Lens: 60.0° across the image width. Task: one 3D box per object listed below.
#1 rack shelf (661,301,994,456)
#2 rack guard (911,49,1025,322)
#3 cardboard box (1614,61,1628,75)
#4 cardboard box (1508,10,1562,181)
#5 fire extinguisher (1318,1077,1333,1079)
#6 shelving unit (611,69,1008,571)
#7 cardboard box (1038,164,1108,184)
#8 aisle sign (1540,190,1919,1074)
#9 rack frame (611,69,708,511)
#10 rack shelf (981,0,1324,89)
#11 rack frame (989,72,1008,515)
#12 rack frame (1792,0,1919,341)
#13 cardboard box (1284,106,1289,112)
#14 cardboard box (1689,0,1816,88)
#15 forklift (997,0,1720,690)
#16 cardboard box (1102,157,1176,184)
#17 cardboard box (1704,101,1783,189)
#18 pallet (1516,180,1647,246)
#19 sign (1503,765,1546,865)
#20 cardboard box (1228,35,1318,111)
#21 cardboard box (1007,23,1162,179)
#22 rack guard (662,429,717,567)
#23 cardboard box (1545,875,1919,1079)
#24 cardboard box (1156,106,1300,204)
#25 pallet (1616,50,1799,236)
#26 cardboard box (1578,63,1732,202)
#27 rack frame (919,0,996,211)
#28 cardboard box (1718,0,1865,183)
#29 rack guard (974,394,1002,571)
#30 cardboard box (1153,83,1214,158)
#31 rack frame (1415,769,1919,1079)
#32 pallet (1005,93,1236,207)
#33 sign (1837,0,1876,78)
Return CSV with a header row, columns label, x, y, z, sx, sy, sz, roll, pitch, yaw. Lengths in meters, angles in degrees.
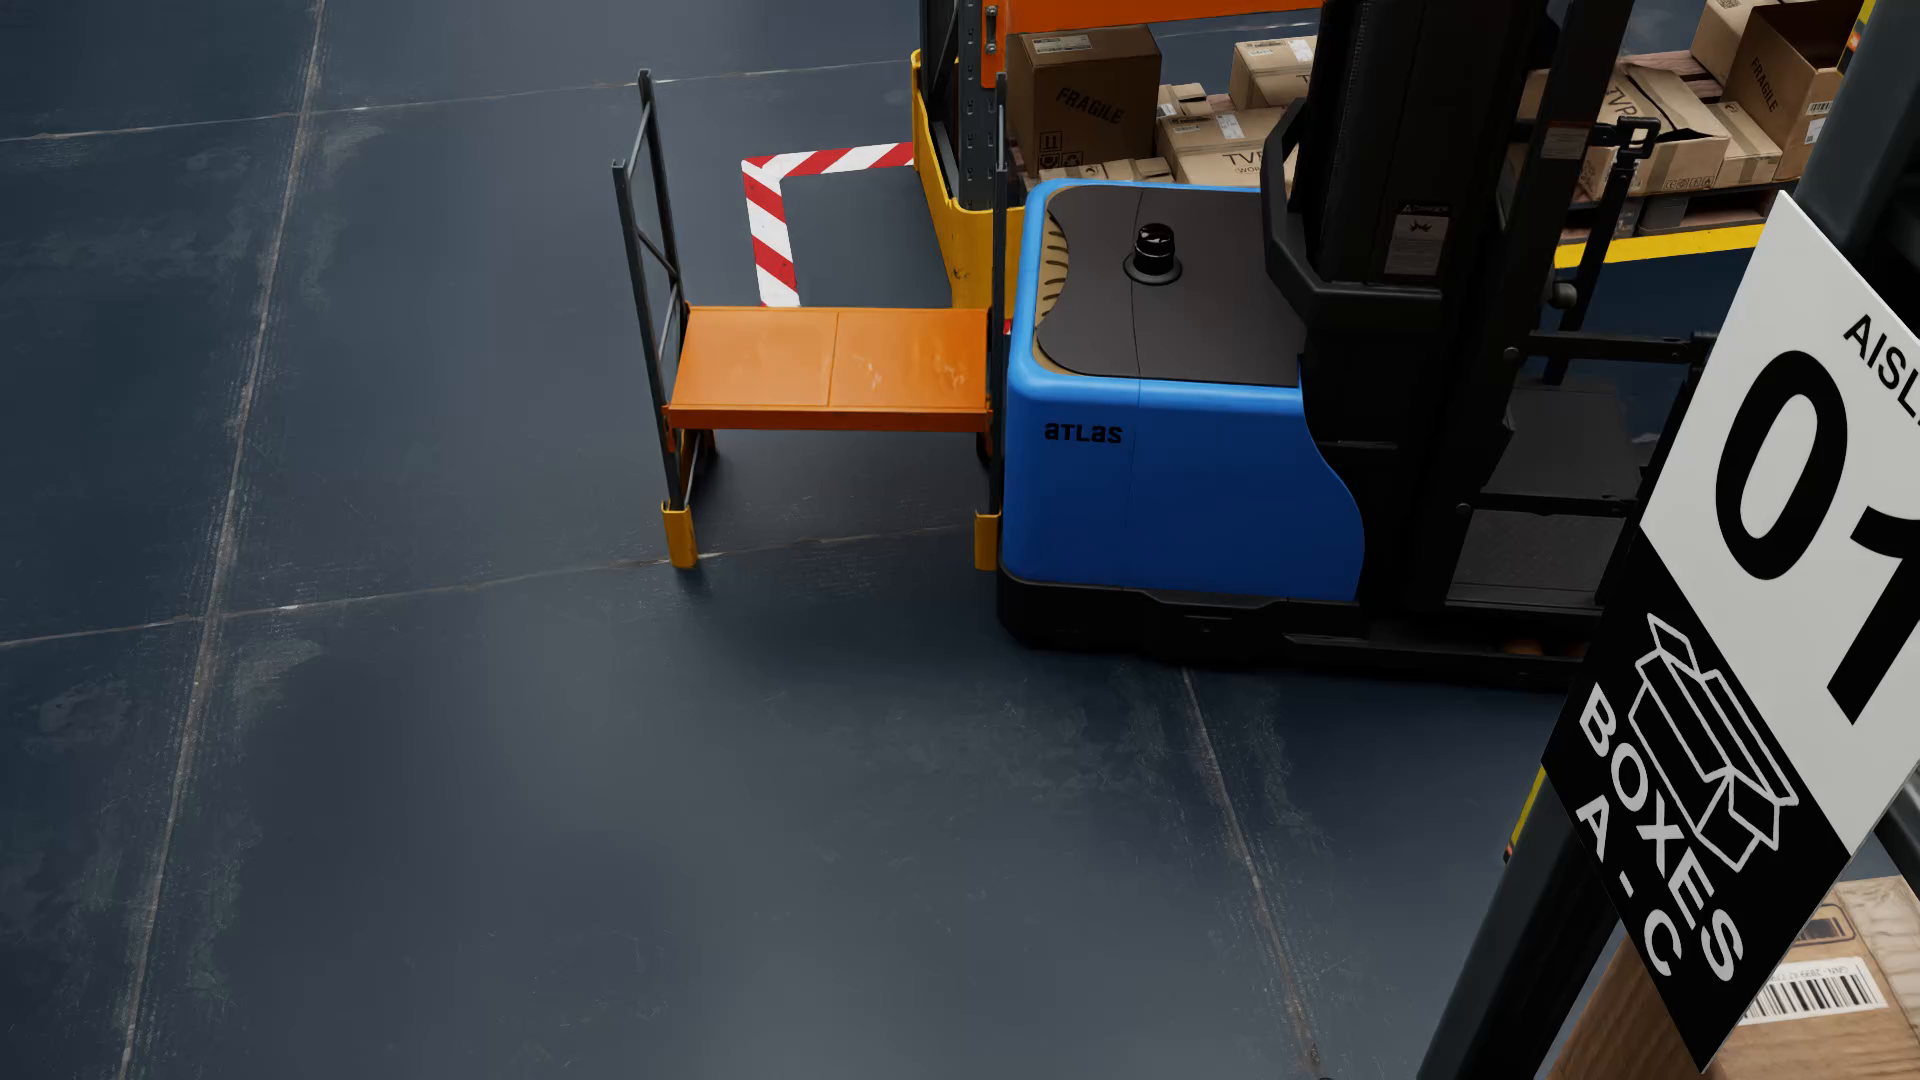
label,x,y,z,sx,sy,sz,roll,pitch,yaw
rack shelf,-0.394,-0.513,5.232,1.000,0.185,0.538,1,46,1
rack guard,0.061,-1.427,6.557,0.348,0.500,1.175,-7,46,-7
cardboard box,2.626,-1.934,6.972,0.250,0.166,0.380,-7,46,-7
cardboard box,2.077,-1.828,6.636,0.637,0.503,0.797,-7,46,-7
fire extinguisher,0.607,1.077,2.722,0.183,0.674,0.296,-7,46,-7
shelving unit,-0.403,-0.638,5.103,1.083,1.500,0.587,1,46,1
cardboard box,0.457,-1.256,6.331,0.250,0.149,0.380,-7,46,-7
aisle sign,0.712,0.124,1.522,0.004,0.787,0.394,-7,46,-7
rack frame,-0.902,-0.644,5.109,0.032,1.500,0.500,1,46,1
rack shelf,1.957,-2.281,6.144,4.000,0.370,1.077,-7,46,-7
rack frame,0.114,-0.631,5.097,0.032,1.500,0.500,1,46,1
rack frame,0.834,-0.852,0.102,0.127,3.000,1.000,-7,46,-7
cardboard box,1.556,-1.472,6.469,0.500,0.250,0.500,-7,46,-7
cardboard box,3.477,-2.097,7.030,0.500,0.311,0.500,-7,46,-7
forklift,1.662,-0.955,4.415,3.031,2.935,1.130,4,46,4
cardboard box,0.704,-1.292,6.354,0.250,0.166,0.380,-7,46,-7
cardboard box,3.055,-1.579,6.643,0.250,0.149,0.380,-7,46,-7
pallet,2.046,-1.572,6.899,1.213,0.211,1.003,-7,46,-7
sign,0.756,0.359,2.132,0.005,0.325,0.100,-7,46,-7
cardboard box,1.421,-1.820,6.805,0.500,0.250,0.500,-7,46,-7
cardboard box,0.480,-1.812,6.623,0.500,0.500,0.500,-7,46,-7
rack guard,-0.901,-0.210,5.559,0.087,0.250,0.587,1,46,1
cardboard box,1.335,1.056,2.221,0.700,0.700,0.980,-5,46,-5
cardboard box,1.063,-1.410,6.410,0.500,0.250,0.500,-7,46,-7
pallet,3.251,-1.725,7.045,1.213,0.211,1.003,-7,46,-7
cardboard box,2.675,-1.632,6.581,0.500,0.311,0.500,-7,46,-7
rack frame,-0.014,-2.285,5.648,0.127,3.000,1.000,-7,46,-7
cardboard box,3.414,-1.790,6.602,0.500,0.500,0.500,-7,46,-7
rack guard,0.095,-0.198,5.547,0.087,0.250,0.587,1,46,1
cardboard box,0.894,-1.682,6.729,0.250,0.166,0.380,-7,46,-7
rack frame,0.834,1.230,2.262,0.127,3.000,1.000,-7,46,-7
pallet,0.846,-1.425,6.757,1.213,0.211,1.003,-7,46,-7
sign,0.756,-0.477,1.264,0.005,0.325,0.100,-7,46,-7
